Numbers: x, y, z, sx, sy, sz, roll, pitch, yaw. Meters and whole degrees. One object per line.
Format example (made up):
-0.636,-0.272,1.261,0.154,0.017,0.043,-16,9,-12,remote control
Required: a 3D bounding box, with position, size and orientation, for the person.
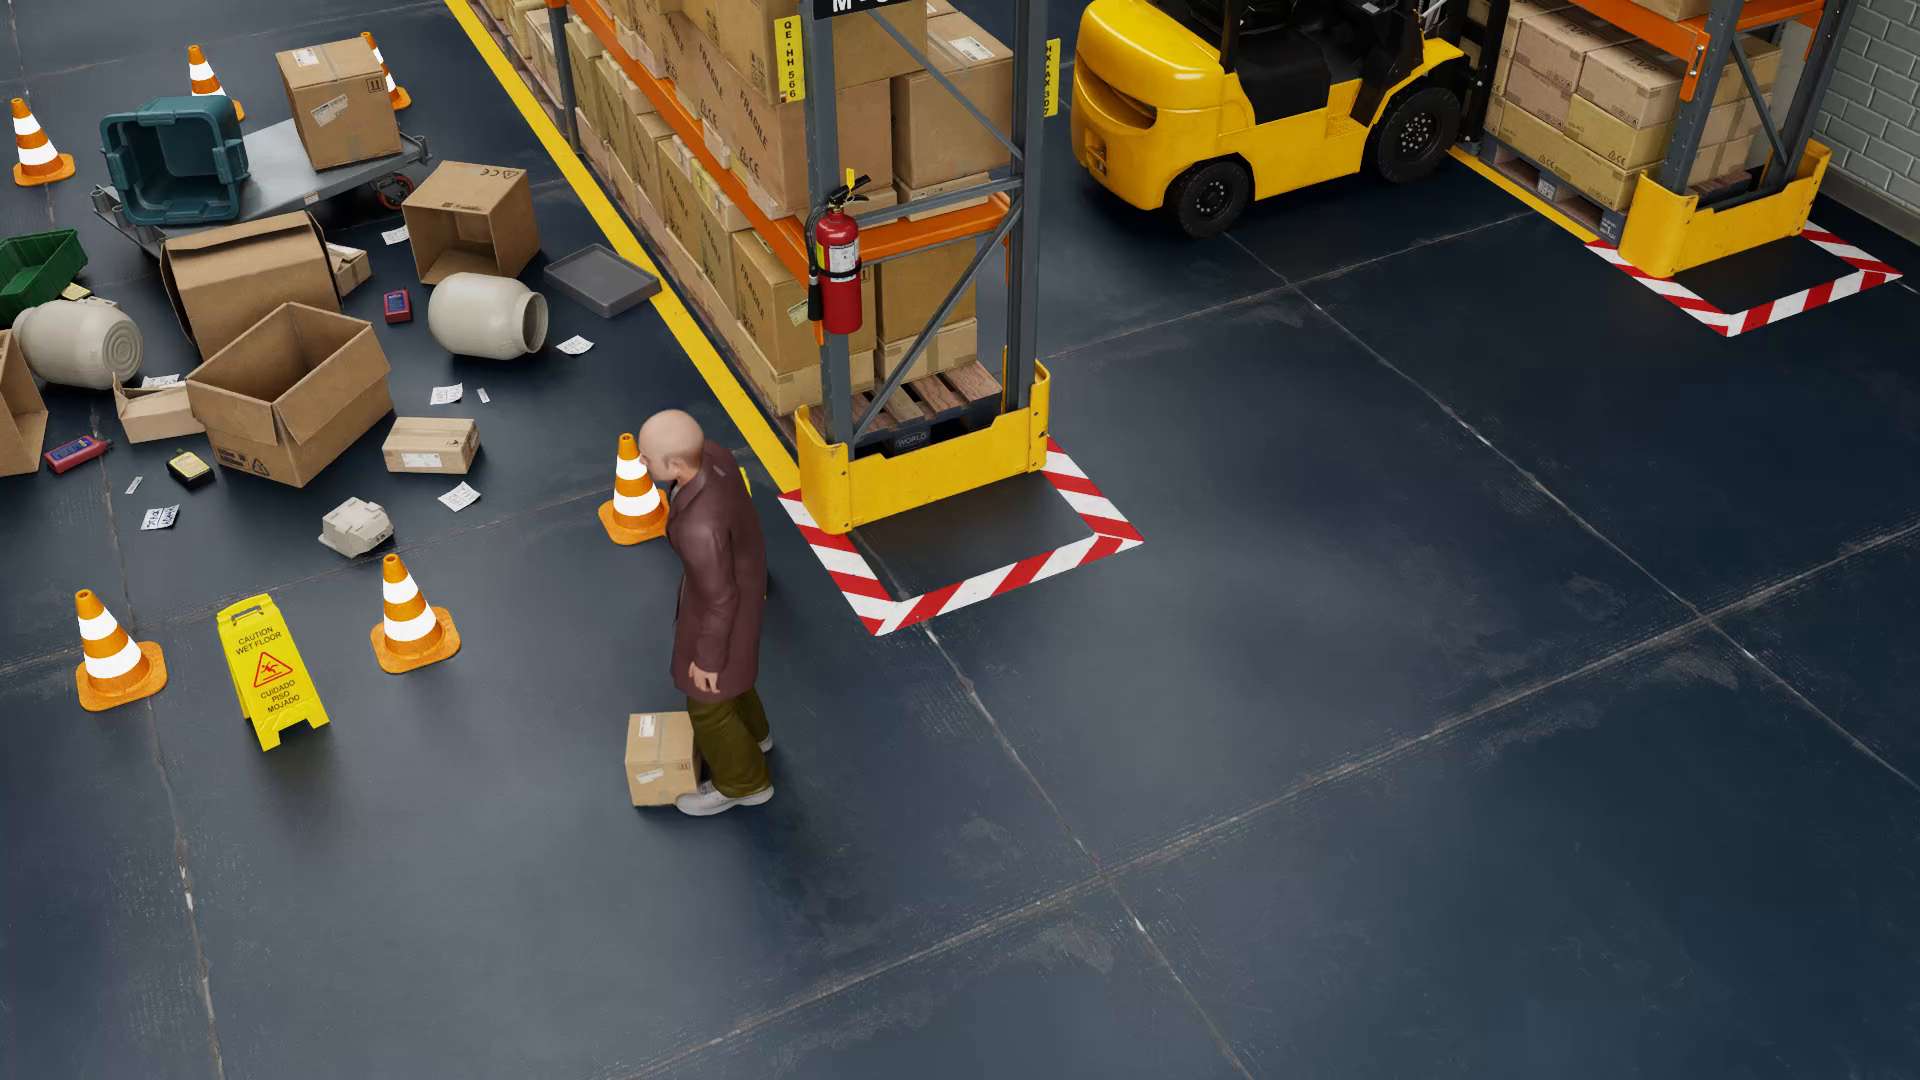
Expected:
-0.882,0.245,5.886,0.428,1.773,0.641,-1,41,-2,person
